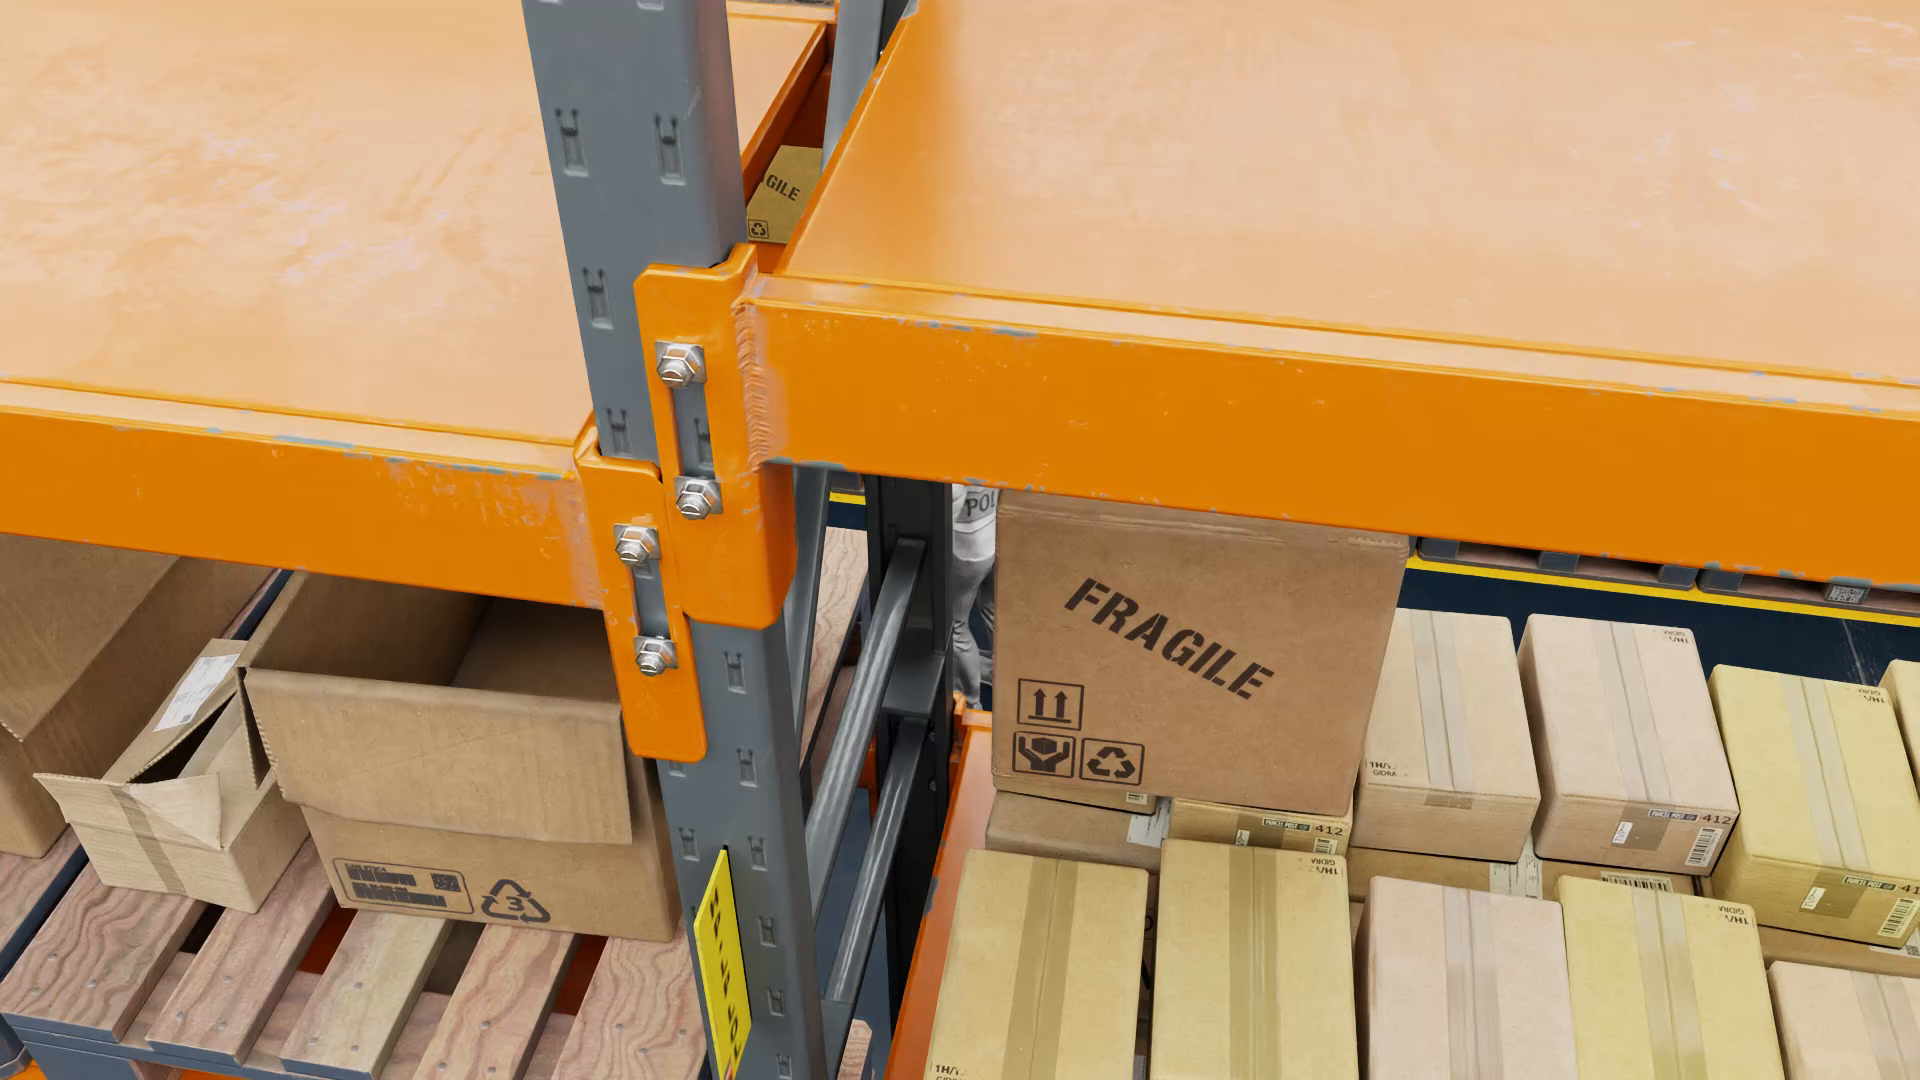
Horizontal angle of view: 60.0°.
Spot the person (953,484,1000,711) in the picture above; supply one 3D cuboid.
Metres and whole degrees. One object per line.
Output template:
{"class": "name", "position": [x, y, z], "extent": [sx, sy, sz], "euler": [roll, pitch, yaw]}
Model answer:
{"class": "person", "position": [0.039, 0.021, 6.365], "extent": [0.328, 1.663, 0.469], "euler": [32, 50, 32]}
